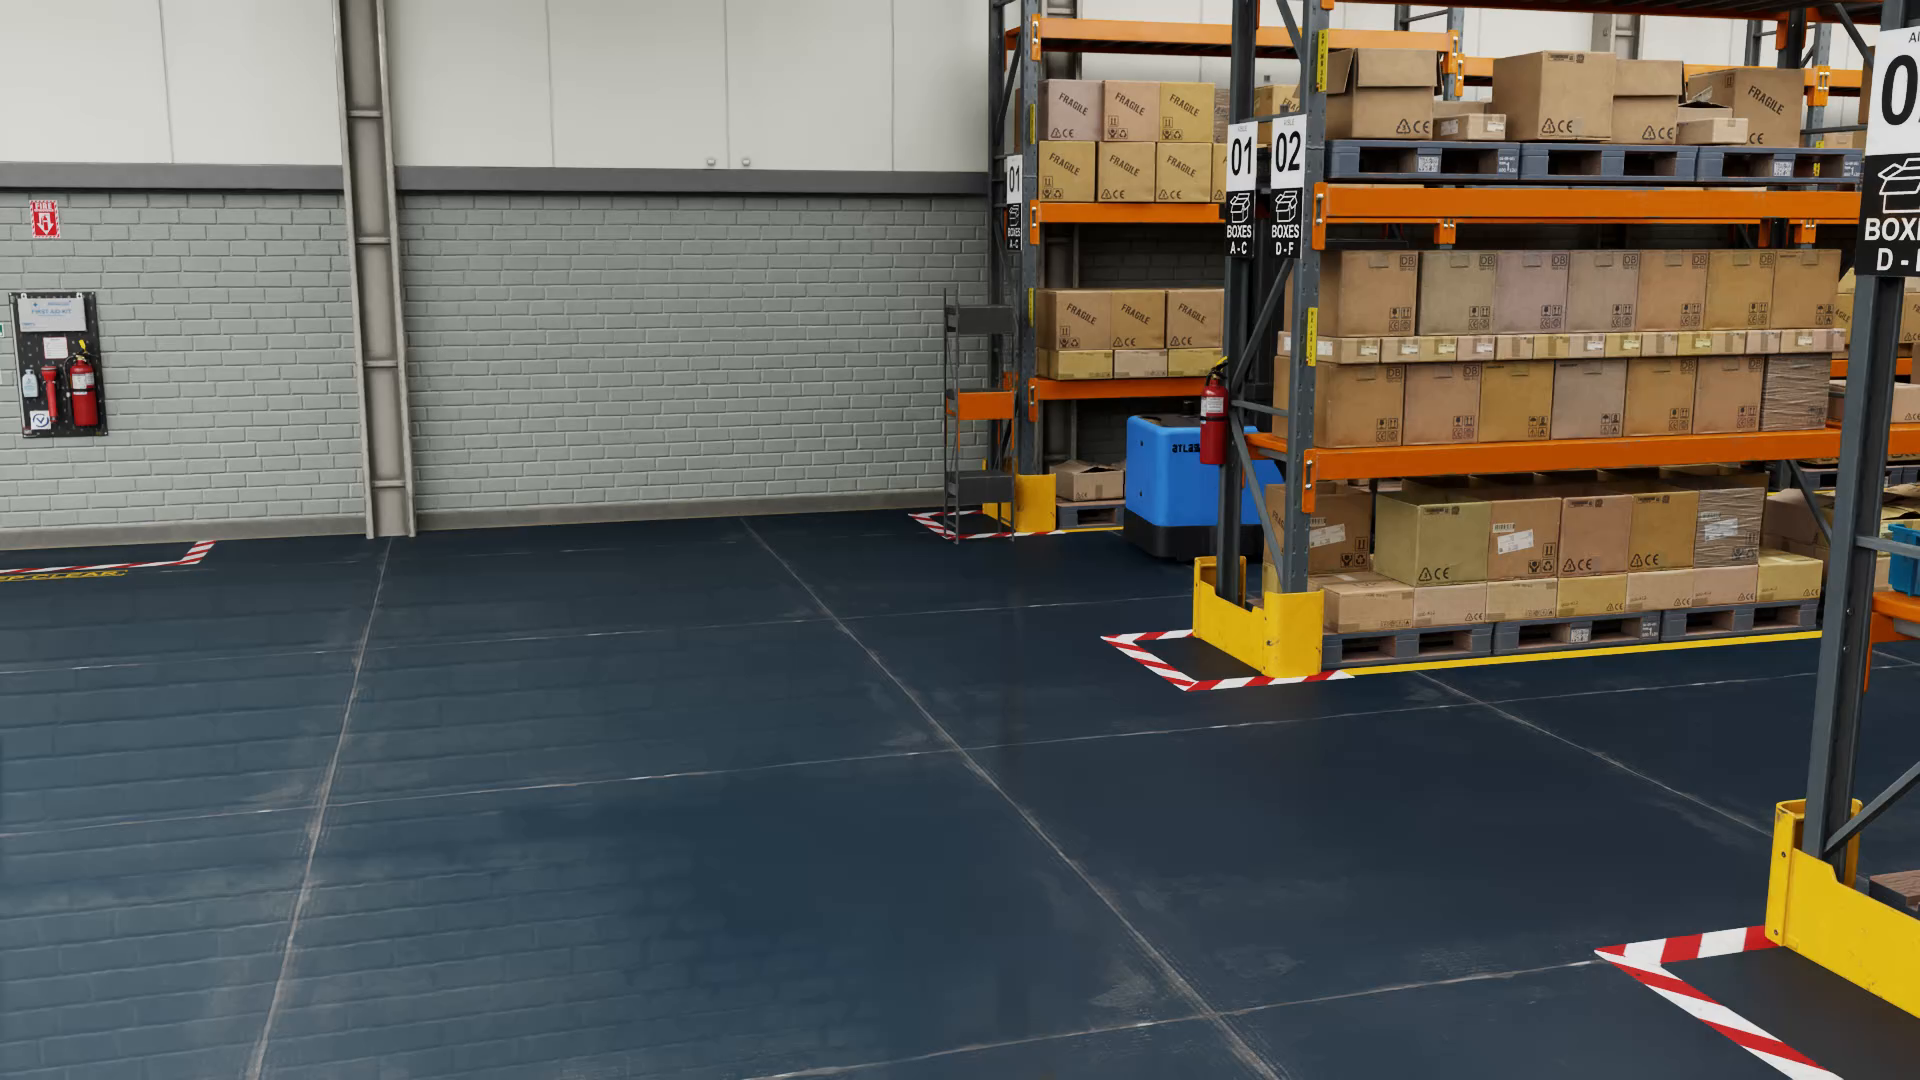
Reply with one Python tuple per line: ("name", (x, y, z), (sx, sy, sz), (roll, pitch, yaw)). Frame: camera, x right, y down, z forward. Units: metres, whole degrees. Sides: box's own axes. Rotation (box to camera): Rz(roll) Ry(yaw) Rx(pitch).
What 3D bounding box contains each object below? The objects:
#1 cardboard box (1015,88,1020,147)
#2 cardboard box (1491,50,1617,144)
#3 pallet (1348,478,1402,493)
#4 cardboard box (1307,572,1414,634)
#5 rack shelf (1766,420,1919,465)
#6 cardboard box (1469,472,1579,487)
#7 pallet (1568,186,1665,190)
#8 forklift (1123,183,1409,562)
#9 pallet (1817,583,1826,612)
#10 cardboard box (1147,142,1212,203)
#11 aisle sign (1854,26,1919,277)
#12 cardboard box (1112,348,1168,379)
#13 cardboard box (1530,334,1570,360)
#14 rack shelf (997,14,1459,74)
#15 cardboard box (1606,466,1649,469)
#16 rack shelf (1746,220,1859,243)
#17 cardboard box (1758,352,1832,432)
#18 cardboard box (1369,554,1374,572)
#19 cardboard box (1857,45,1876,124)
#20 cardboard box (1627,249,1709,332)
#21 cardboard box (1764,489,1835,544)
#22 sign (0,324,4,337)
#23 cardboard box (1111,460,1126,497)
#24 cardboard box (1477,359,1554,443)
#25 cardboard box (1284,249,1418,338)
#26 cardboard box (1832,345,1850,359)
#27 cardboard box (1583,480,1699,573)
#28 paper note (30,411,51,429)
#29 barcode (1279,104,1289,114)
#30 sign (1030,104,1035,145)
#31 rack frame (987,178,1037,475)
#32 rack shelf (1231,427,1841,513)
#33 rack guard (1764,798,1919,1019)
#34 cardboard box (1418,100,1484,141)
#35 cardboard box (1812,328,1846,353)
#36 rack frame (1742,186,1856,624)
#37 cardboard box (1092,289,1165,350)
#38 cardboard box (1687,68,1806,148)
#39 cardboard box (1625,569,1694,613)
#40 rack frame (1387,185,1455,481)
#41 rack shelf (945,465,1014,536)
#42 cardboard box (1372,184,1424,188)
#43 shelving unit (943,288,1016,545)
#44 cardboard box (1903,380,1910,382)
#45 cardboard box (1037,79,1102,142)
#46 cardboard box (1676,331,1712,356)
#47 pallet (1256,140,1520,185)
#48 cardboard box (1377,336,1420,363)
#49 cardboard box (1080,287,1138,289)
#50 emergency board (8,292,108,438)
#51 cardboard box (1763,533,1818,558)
("cardboard box", (0.788, -3.733, 14.661), (0.500, 0.500, 0.500), (-3, 11, -13))
("cardboard box", (3.507, -2.615, 9.859), (0.500, 0.500, 0.500), (-3, 11, -16))
("pallet", (3.653, -0.431, 15.803), (1.213, 0.211, 1.003), (-3, 11, -16))
("cardboard box", (2.413, 0.378, 10.141), (0.500, 0.250, 0.500), (-3, 11, -16))
("rack shelf", (7.596, -0.729, 11.707), (4.000, 0.370, 1.077), (-3, 11, -16))
("cardboard box", (3.704, -0.159, 10.989), (0.500, 0.500, 0.500), (-3, 11, -16))
("pallet", (5.905, -3.291, 15.871), (1.003, 0.211, 1.213), (-3, 11, -16))
("forklift", (2.924, -1.372, 13.406), (3.031, 2.935, 1.130), (-2, 11, -9))
("pallet", (6.373, 0.346, 11.584), (1.213, 0.211, 1.003), (-3, 11, -16))
("cardboard box", (1.861, -3.195, 14.503), (0.500, 0.500, 0.500), (-2, 11, -13))
("aisle sign", (3.064, -1.244, 5.339), (0.004, 0.787, 0.394), (-3, 11, -16))
("cardboard box", (1.499, -1.574, 14.671), (0.500, 0.250, 0.500), (-3, 11, -18))
("cardboard box", (3.509, -1.195, 10.185), (0.250, 0.149, 0.380), (-3, 11, -17))
("rack shelf", (2.368, -4.336, 14.741), (4.000, 0.370, 1.077), (-3, 11, -16))
("cardboard box", (6.456, -0.950, 16.612), (0.500, 0.500, 0.700), (-3, 11, -16))
("rack shelf", (10.049, -3.267, 17.211), (4.000, 0.370, 1.077), (-3, 11, -16))
("cardboard box", (5.252, -1.007, 10.955), (0.500, 0.500, 0.700), (-3, 11, -17))
("cardboard box", (2.745, 0.261, 10.779), (0.500, 0.250, 0.500), (-3, 11, -16))
("cardboard box", (6.279, -2.982, 10.860), (0.500, 0.500, 0.500), (-3, 11, -15))
("cardboard box", (4.286, -1.594, 10.560), (0.500, 0.500, 0.700), (-3, 11, -16))
("cardboard box", (5.985, -0.182, 11.634), (0.500, 0.311, 0.500), (-3, 11, -16))
("sign", (-7.819, -1.670, 13.273), (0.331, 0.109, 0.001), (-3, 11, -16))
("cardboard box", (1.684, -0.582, 15.135), (0.500, 0.311, 0.500), (-2, 11, -11))
("cardboard box", (3.269, -0.901, 10.380), (0.500, 0.500, 0.700), (-3, 11, -16))
("cardboard box", (2.338, -1.490, 9.997), (0.500, 0.500, 0.700), (-3, 11, -16))
("cardboard box", (8.754, -1.919, 16.822), (0.250, 0.149, 0.380), (-3, 11, -15))
("cardboard box", (4.330, -0.094, 10.634), (0.500, 0.500, 0.500), (-3, 11, -16))
("paper note", (-7.456, -0.973, 13.482), (0.142, 0.148, 0.016), (-3, 11, -16))
("barcode", (1.991, -2.639, 10.207), (0.075, 0.075, 0.001), (-3, 11, -16))
("sign", (0.599, -3.451, 13.806), (0.005, 0.325, 0.100), (-3, 11, -16))
("rack frame", (0.447, -1.640, 14.669), (0.127, 3.000, 1.000), (-3, 11, -16))
("rack shelf", (3.756, -0.526, 10.607), (4.000, 0.370, 1.077), (-3, 11, -16))
("rack guard", (3.276, 1.300, 5.606), (0.348, 0.500, 1.175), (-3, 11, -16))
("cardboard box", (2.868, -2.560, 10.249), (0.500, 0.250, 0.500), (-3, 11, -16))
("cardboard box", (5.475, -1.298, 10.747), (0.250, 0.149, 0.380), (-3, 11, -16))
("rack frame", (5.676, -0.981, 11.092), (0.127, 3.000, 1.000), (-3, 11, -16))
("cardboard box", (1.467, -1.940, 14.587), (0.500, 0.500, 0.500), (-3, 11, -16))
("cardboard box", (5.119, -2.801, 10.871), (0.500, 0.500, 0.500), (-2, 11, -11))
("cardboard box", (4.333, 0.277, 10.690), (0.500, 0.250, 0.500), (-3, 11, -16))
("rack frame", (4.288, -1.842, 15.769), (0.127, 3.000, 1.000), (-3, 11, -16))
("rack shelf", (0.159, -0.339, 14.031), (0.480, 0.518, 0.431), (-3, 11, -16))
("cardboard box", (3.870, -3.308, 15.113), (0.500, 0.500, 0.500), (-3, 11, -14))
("shelving unit", (0.159, -1.041, 13.902), (0.503, 2.100, 0.431), (-3, 11, -16))
("cardboard box", (10.529, -1.295, 17.576), (0.750, 0.750, 0.750), (-3, 11, -14))
("cardboard box", (0.885, -3.643, 14.173), (0.500, 0.500, 0.500), (-4, 11, -20))
("cardboard box", (4.497, -1.247, 10.469), (0.250, 0.149, 0.380), (-3, 11, -16))
("pallet", (2.522, -2.242, 9.899), (1.213, 0.211, 1.003), (-3, 11, -16))
("cardboard box", (2.525, -1.143, 9.904), (0.250, 0.149, 0.380), (-3, 11, -17))
("cardboard box", (1.327, -2.029, 15.072), (0.500, 0.500, 0.500), (-3, 11, -15))
("emergency board", (-7.266, -1.404, 13.386), (0.643, 1.169, 0.194), (-3, 11, -16))
("cardboard box", (5.993, 0.093, 11.691), (0.500, 0.250, 0.500), (-3, 11, -16))
